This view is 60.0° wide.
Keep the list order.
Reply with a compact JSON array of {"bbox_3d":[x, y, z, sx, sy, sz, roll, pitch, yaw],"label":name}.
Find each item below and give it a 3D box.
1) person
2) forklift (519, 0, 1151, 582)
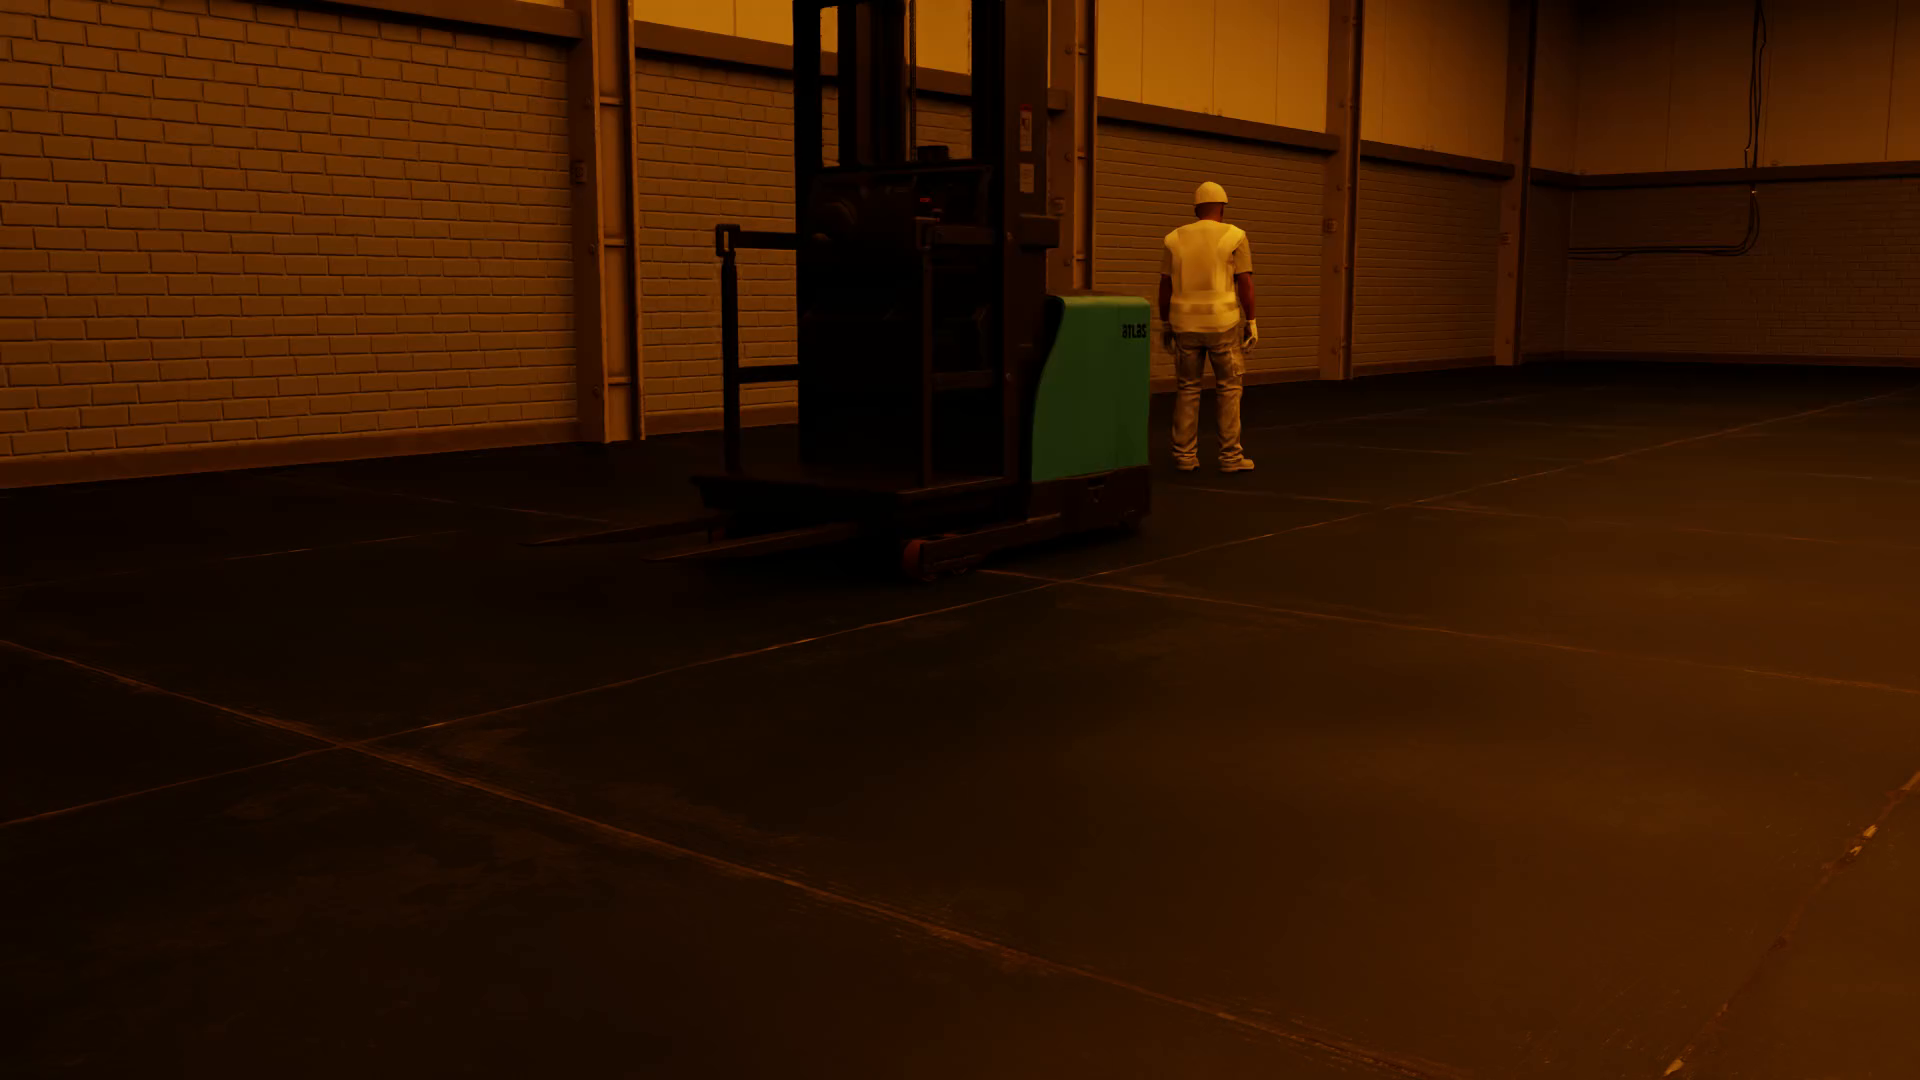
[{"bbox_3d":[1.532,-1.311,10.260,0.616,1.772,0.453,4,9,26],"label":"person"},{"bbox_3d":[-0.383,-1.369,6.636,1.130,2.935,3.031,6,10,35],"label":"forklift"}]
